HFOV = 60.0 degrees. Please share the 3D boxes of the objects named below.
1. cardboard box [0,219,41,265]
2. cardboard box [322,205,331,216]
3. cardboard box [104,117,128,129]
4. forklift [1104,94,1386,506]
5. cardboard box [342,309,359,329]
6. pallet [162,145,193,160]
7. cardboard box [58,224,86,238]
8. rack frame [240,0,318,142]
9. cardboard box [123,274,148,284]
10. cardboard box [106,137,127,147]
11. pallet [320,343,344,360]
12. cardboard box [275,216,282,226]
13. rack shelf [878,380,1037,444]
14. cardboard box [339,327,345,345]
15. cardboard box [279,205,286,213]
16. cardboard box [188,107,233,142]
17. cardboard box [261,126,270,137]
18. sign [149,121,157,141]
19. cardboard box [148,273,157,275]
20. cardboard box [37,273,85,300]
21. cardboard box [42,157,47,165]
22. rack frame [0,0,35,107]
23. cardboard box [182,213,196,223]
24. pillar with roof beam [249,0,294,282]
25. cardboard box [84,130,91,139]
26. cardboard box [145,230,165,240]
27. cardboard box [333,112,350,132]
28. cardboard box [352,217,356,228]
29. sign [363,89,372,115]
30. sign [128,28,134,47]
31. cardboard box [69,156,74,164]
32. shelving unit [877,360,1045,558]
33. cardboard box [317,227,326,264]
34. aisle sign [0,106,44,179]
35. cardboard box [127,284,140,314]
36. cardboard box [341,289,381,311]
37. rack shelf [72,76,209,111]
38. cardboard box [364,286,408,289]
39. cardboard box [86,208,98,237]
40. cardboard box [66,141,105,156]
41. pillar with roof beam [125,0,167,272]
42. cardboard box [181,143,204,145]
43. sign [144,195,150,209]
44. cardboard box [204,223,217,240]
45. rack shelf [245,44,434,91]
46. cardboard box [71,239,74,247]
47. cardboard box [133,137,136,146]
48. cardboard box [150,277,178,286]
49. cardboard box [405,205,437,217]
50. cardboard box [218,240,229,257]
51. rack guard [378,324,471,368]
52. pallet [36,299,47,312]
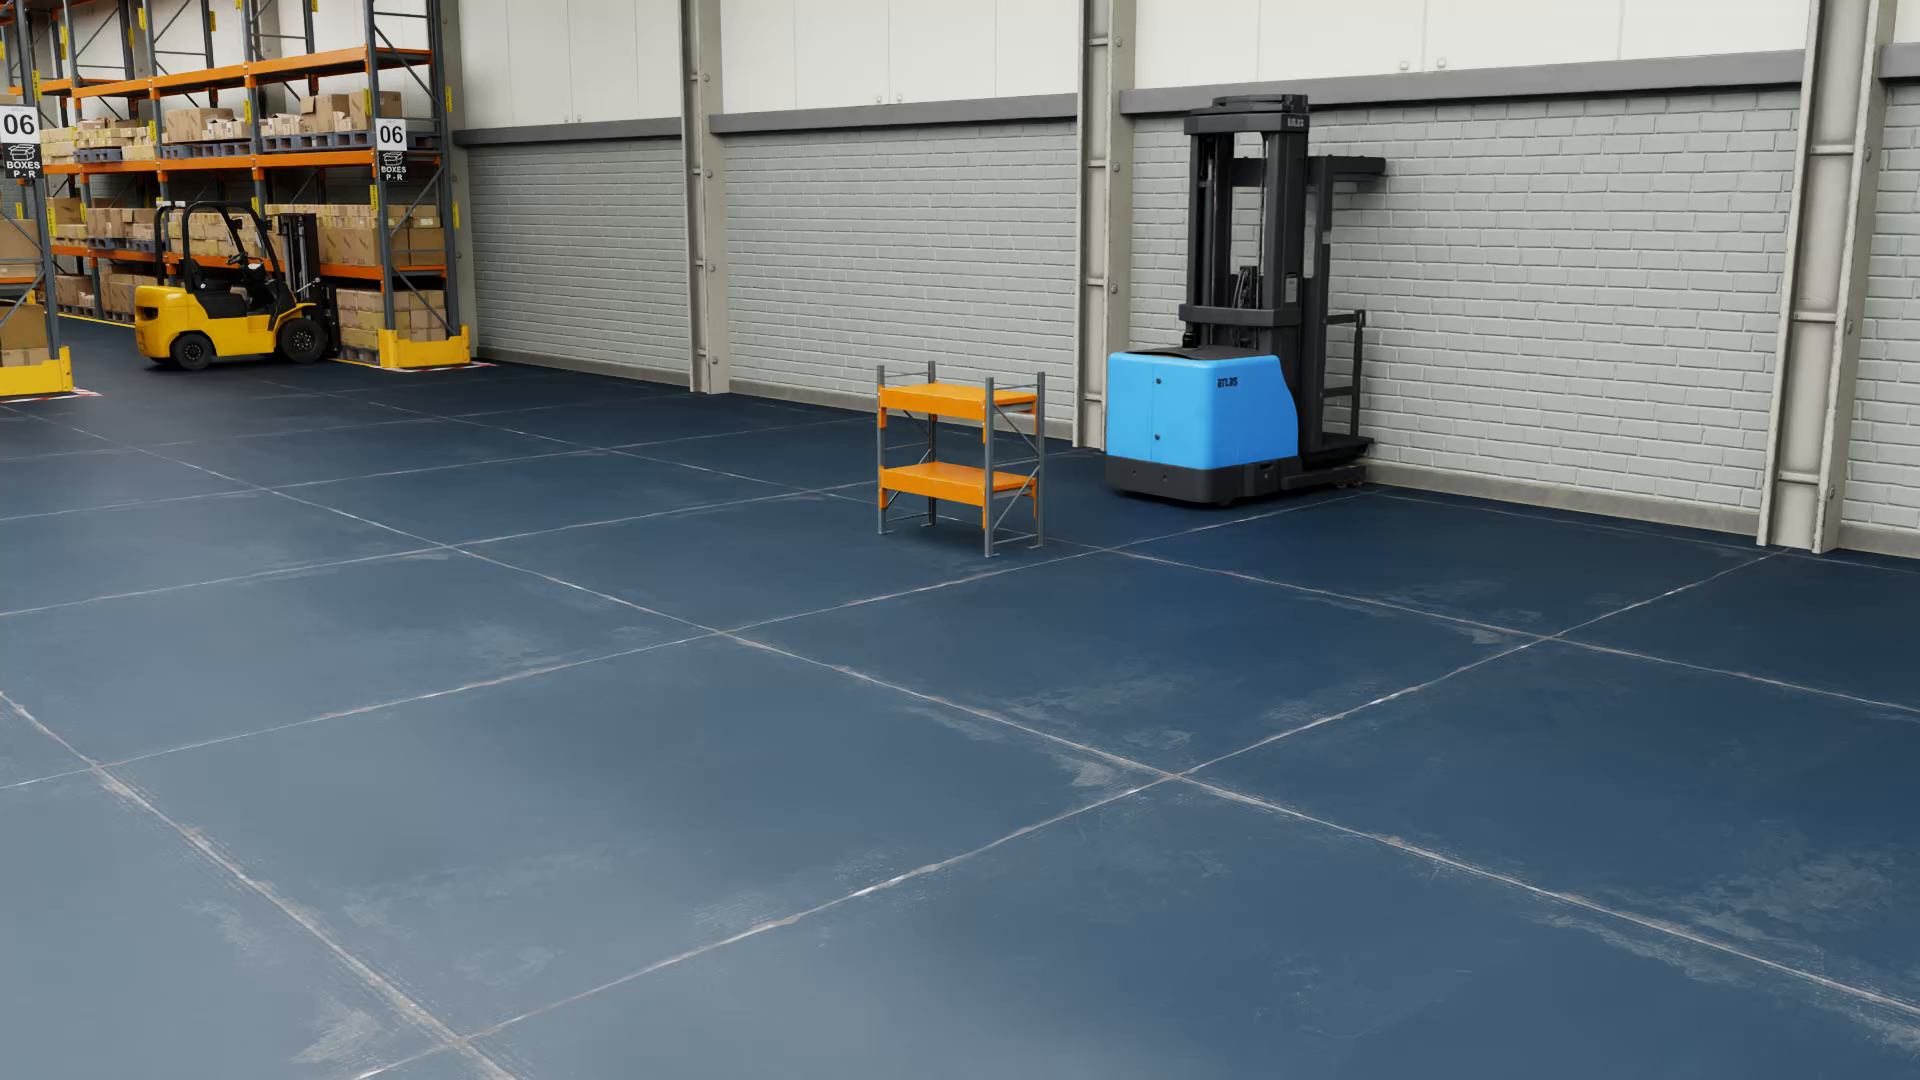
[{"bbox_3d":[-10.911,-3.443,19.203,0.500,0.500,0.500,-11,16,-43],"label":"cardboard box"},{"bbox_3d":[-8.551,-4.540,22.922,0.380,0.149,0.250,-10,16,-41],"label":"cardboard box"},{"bbox_3d":[-15.223,-7.498,30.008,0.396,0.266,0.258,-11,16,-43],"label":"cardboard box"},{"bbox_3d":[2.532,-1.900,12.870,3.031,2.935,1.130,-10,15,-40],"label":"forklift"},{"bbox_3d":[-8.098,-3.038,22.760,0.500,0.250,0.500,-11,16,-43],"label":"cardboard box"},{"bbox_3d":[-12.189,-6.290,27.043,1.213,0.211,1.003,-10,15,-40],"label":"pallet"},{"bbox_3d":[-16.704,-5.842,31.468,0.500,0.250,0.500,-11,16,-43],"label":"cardboard box"},{"bbox_3d":[-9.960,-7.355,24.308,1.000,3.000,0.127,-11,16,-43],"label":"rack frame"},{"bbox_3d":[-14.652,-4.648,29.586,0.380,0.149,0.250,-11,16,-43],"label":"cardboard box"},{"bbox_3d":[-14.485,-6.865,28.698,0.380,0.149,0.250,-10,16,-41],"label":"cardboard box"},{"bbox_3d":[-8.594,-2.751,23.739,1.003,0.211,1.213,-11,16,-43],"label":"pallet"},{"bbox_3d":[-9.750,-4.662,24.252,0.380,0.149,0.250,-10,16,-41],"label":"cardboard box"},{"bbox_3d":[-0.005,-0.839,10.744,0.538,0.278,1.000,-11,16,-43],"label":"rack shelf"},{"bbox_3d":[-8.426,-2.864,23.153,0.500,0.250,0.500,-11,16,-42],"label":"cardboard box"},{"bbox_3d":[-9.695,-4.818,24.269,0.380,0.149,0.250,-11,16,-42],"label":"cardboard box"},{"bbox_3d":[-11.695,-6.485,25.983,0.500,0.500,0.500,-10,16,-41],"label":"cardboard box"},{"bbox_3d":[-9.869,-5.909,24.060,0.380,0.149,0.250,-10,16,-41],"label":"cardboard box"},{"bbox_3d":[-13.116,-6.647,27.027,0.100,0.325,0.005,-11,16,-43],"label":"sign"},{"bbox_3d":[-14.466,-4.764,30.147,0.250,0.149,0.380,11,16,42],"label":"cardboard box"},{"bbox_3d":[-17.893,-5.048,33.126,0.637,0.503,0.797,11,16,43],"label":"cardboard box"},{"bbox_3d":[-17.206,-7.197,31.602,0.380,0.149,0.250,-11,16,-42],"label":"cardboard box"},{"bbox_3d":[-10.785,-6.079,18.115,1.000,3.000,0.127,-11,16,-43],"label":"rack frame"},{"bbox_3d":[-12.333,-5.206,26.893,0.380,0.149,0.250,-10,16,-41],"label":"cardboard box"},{"bbox_3d":[-14.283,-7.274,23.916,9.100,9.000,0.400,-11,16,-43],"label":"pillar with roof beam"},{"bbox_3d":[-15.215,-7.154,29.363,0.380,0.149,0.250,-11,16,-44],"label":"cardboard box"},{"bbox_3d":[-13.453,-5.125,27.936,0.380,0.149,0.250,-11,16,-42],"label":"cardboard box"},{"bbox_3d":[-8.164,-5.606,22.300,0.396,0.266,0.258,-11,16,-42],"label":"cardboard box"},{"bbox_3d":[-7.972,-4.290,22.447,0.380,0.149,0.250,-11,16,-42],"label":"cardboard box"},{"bbox_3d":[-7.599,-5.623,21.339,0.100,0.325,0.005,-11,16,-43],"label":"sign"},{"bbox_3d":[-15.087,-9.135,30.244,0.100,0.325,0.005,-11,16,-43],"label":"sign"},{"bbox_3d":[-16.113,-6.977,30.534,0.380,0.149,0.250,-11,16,-43],"label":"cardboard box"},{"bbox_3d":[-0.005,-0.552,10.803,0.538,1.125,1.048,-11,16,-43],"label":"shelving unit"},{"bbox_3d":[-8.788,-4.140,23.326,0.500,0.500,0.500,-11,16,-42],"label":"cardboard box"},{"bbox_3d":[-10.518,-4.448,18.623,0.394,0.787,0.004,-11,16,-43],"label":"aisle sign"},{"bbox_3d":[-14.243,-4.237,29.197,0.500,0.500,0.500,11,16,43],"label":"cardboard box"},{"bbox_3d":[-8.098,-3.279,22.687,0.500,0.250,0.500,-11,16,-42],"label":"cardboard box"},{"bbox_3d":[-14.103,-7.682,28.671,1.077,0.370,4.000,-11,16,-43],"label":"rack shelf"},{"bbox_3d":[-8.077,-3.425,23.396,0.500,0.250,0.500,-11,16,-43],"label":"cardboard box"},{"bbox_3d":[-15.312,-5.737,30.034,0.700,0.500,0.500,-10,16,-41],"label":"cardboard box"},{"bbox_3d":[-15.999,-7.161,30.435,0.500,0.250,0.500,-11,16,-42],"label":"cardboard box"},{"bbox_3d":[-18.427,-8.149,28.166,9.100,9.000,0.400,-11,16,-43],"label":"pillar with roof beam"},{"bbox_3d":[-12.801,-6.678,27.839,0.380,0.149,0.250,-11,16,-42],"label":"cardboard box"},{"bbox_3d":[-15.085,-6.229,30.842,0.100,0.325,0.005,-11,16,-43],"label":"sign"},{"bbox_3d":[-11.528,-4.849,26.149,0.500,0.250,0.500,-11,16,-42],"label":"cardboard box"},{"bbox_3d":[-8.578,-6.514,23.004,1.077,0.370,4.000,-11,16,-43],"label":"rack shelf"},{"bbox_3d":[-16.441,-5.584,31.202,0.380,0.149,0.250,-10,16,-41],"label":"cardboard box"},{"bbox_3d":[-13.808,-6.765,28.265,0.380,0.149,0.250,-11,16,-42],"label":"cardboard box"},{"bbox_3d":[-13.607,-4.416,28.459,0.250,0.149,0.380,11,16,43],"label":"cardboard box"},{"bbox_3d":[-7.275,-4.424,22.357,0.380,0.149,0.250,-11,16,-44],"label":"cardboard box"},{"bbox_3d":[-11.169,-4.529,25.833,0.500,0.250,0.500,-11,16,-42],"label":"cardboard box"},{"bbox_3d":[-7.181,-2.605,22.315,1.175,0.500,0.348,-11,16,-43],"label":"rack guard"},{"bbox_3d":[-17.643,-4.674,33.077,1.003,0.211,1.213,-11,16,-43],"label":"pallet"}]
